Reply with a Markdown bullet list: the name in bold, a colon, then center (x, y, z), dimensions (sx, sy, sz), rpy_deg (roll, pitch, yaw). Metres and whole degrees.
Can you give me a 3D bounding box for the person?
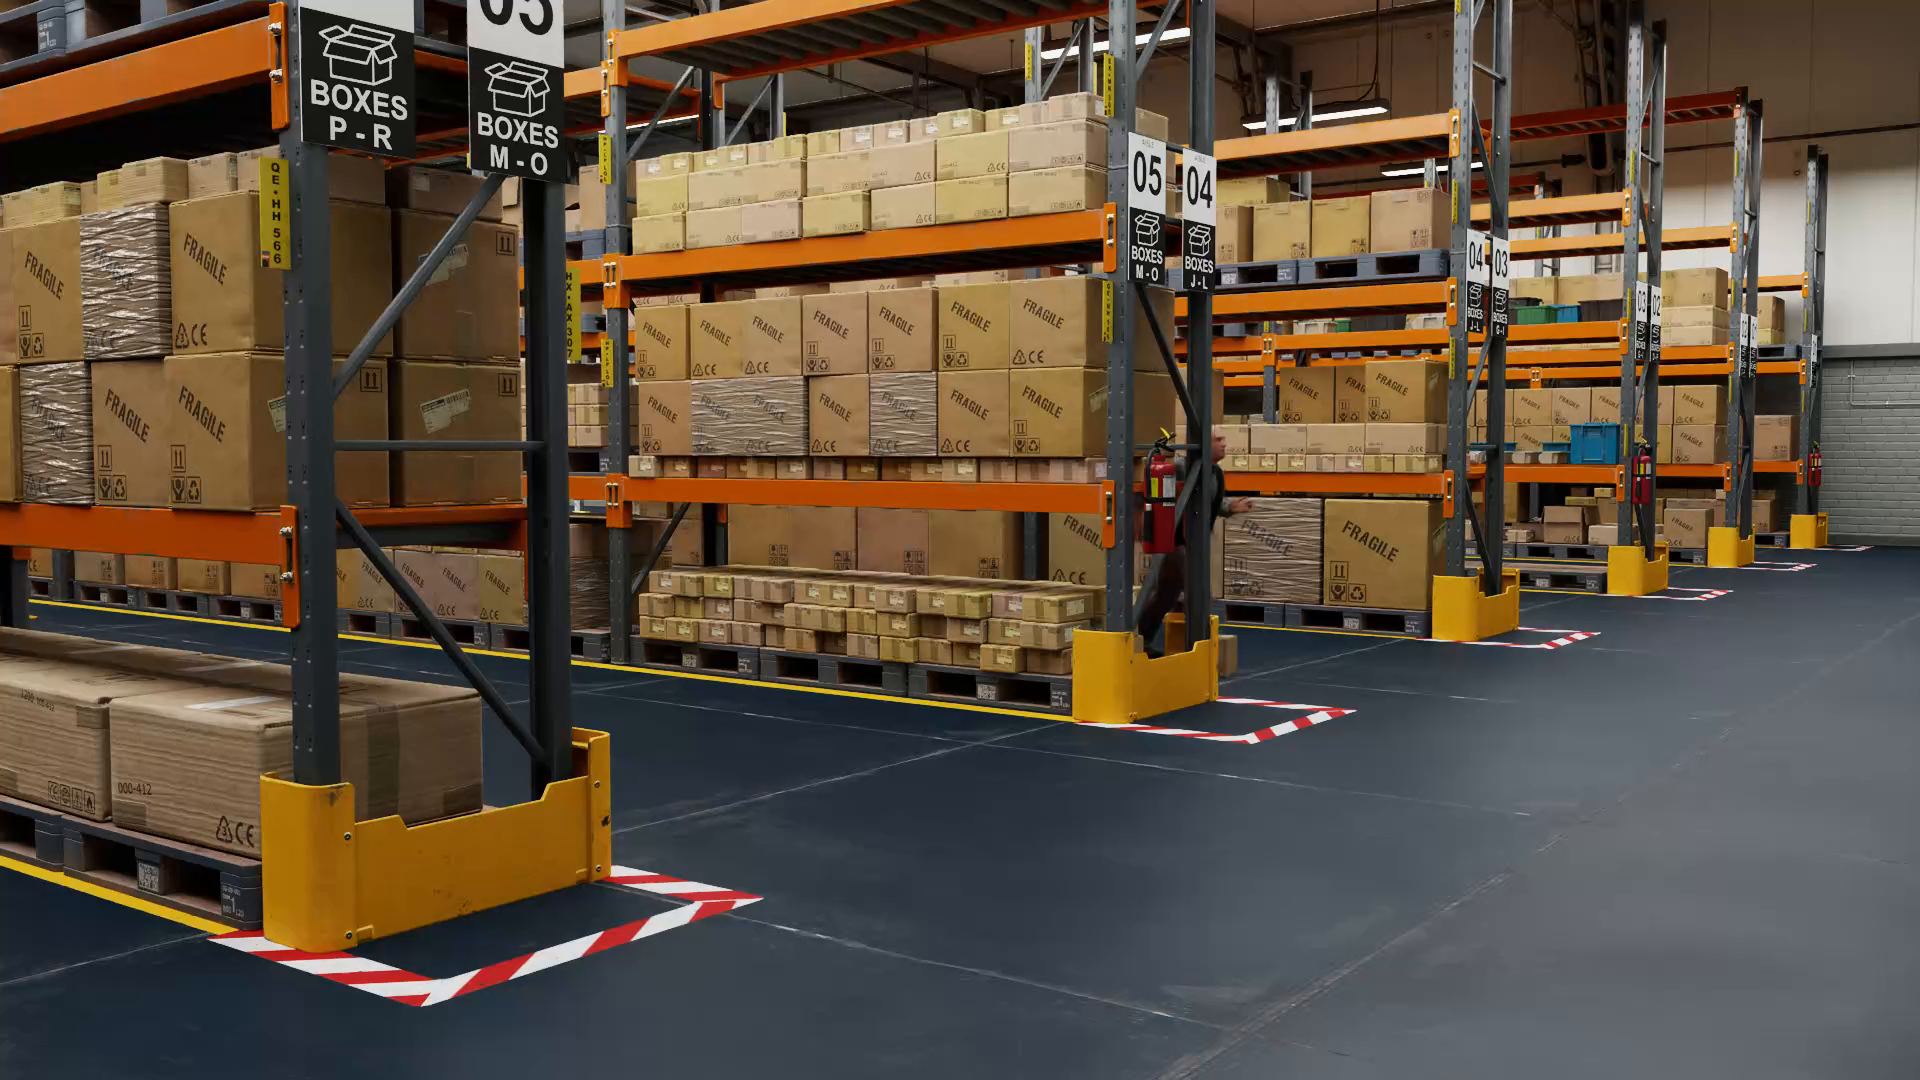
- **person**: center (1.490, 0.054, 11.186), dimensions (0.965, 1.649, 0.649), rpy_deg (2, 4, 31)
